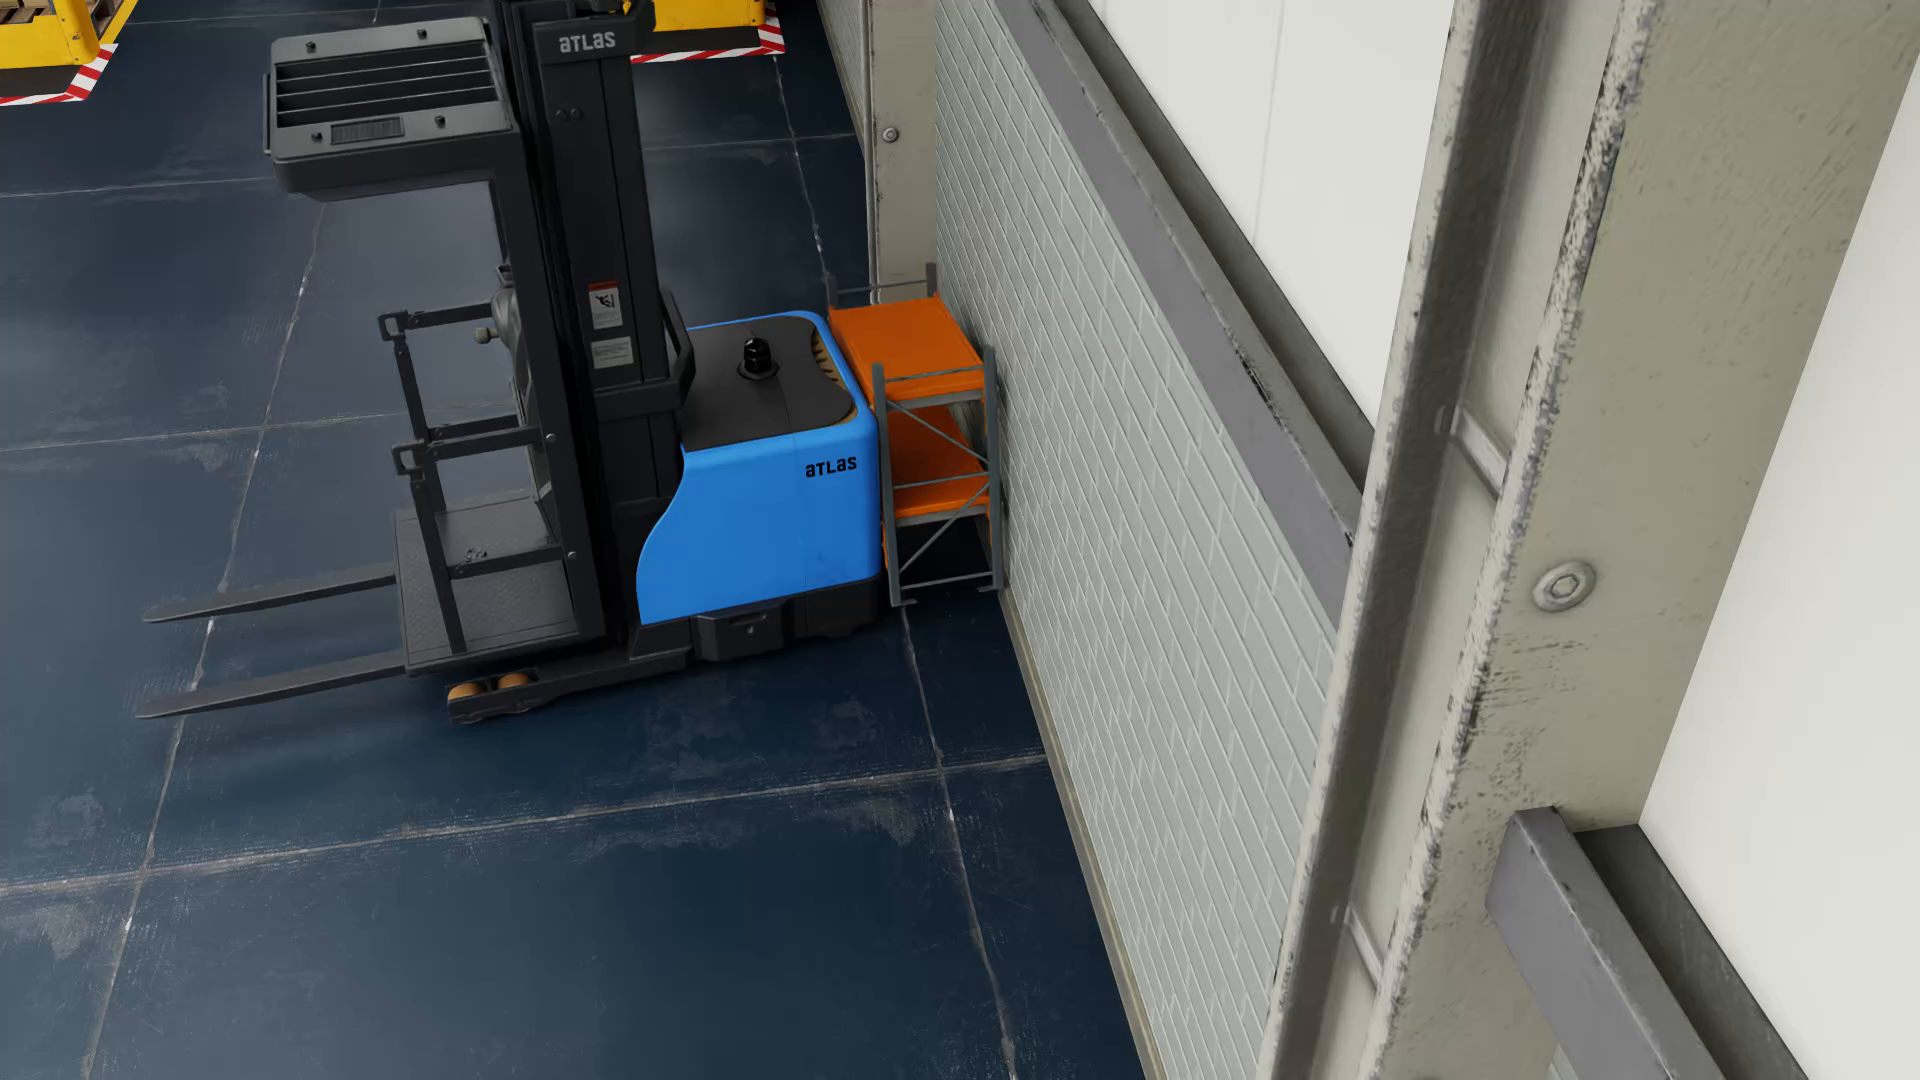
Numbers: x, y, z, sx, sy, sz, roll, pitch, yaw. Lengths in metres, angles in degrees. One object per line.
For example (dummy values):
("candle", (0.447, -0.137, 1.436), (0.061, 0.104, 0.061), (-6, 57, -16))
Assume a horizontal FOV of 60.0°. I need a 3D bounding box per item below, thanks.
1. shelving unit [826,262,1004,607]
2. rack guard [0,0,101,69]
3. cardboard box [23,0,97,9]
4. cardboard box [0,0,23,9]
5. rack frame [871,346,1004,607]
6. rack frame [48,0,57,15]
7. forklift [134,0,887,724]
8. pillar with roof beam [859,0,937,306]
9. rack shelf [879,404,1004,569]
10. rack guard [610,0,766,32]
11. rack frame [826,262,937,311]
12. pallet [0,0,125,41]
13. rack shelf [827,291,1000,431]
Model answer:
("shelving unit", (-0.204, -0.487, 7.331), (0.538, 1.125, 1.048), (-9, 30, -11))
("rack guard", (-7.011, -3.753, 12.173), (1.175, 0.500, 0.348), (-6, 38, -8))
("cardboard box", (-6.866, -4.291, 12.727), (0.500, 0.250, 0.500), (-7, 38, -8))
("cardboard box", (-7.408, -4.248, 12.671), (0.500, 0.250, 0.500), (-6, 38, -8))
("rack frame", (-0.080, -0.247, 6.901), (0.500, 1.125, 0.032), (-9, 30, -11))
("rack frame", (-6.997, -4.694, 11.347), (1.000, 3.000, 0.127), (-6, 38, -8))
("forklift", (-1.891, -0.774, 6.357), (3.031, 2.935, 1.130), (-11, 39, -14))
("pillar with roof beam", (-4.532, -4.029, 5.602), (9.100, 9.000, 0.400), (-6, 38, -8))
("rack shelf", (-0.193, -0.275, 7.453), (0.538, 0.278, 1.000), (-9, 30, -11))
("rack guard", (-2.107, -4.228, 12.785), (1.175, 0.500, 0.348), (-6, 38, -8))
("rack frame", (-0.328, -0.728, 7.761), (0.500, 1.125, 0.032), (-9, 30, -11))
("pallet", (-7.118, -4.133, 12.898), (1.003, 0.211, 1.213), (-6, 38, -8))
("rack shelf", (-0.218, -0.741, 7.185), (0.538, 0.278, 1.000), (-9, 30, -11))
